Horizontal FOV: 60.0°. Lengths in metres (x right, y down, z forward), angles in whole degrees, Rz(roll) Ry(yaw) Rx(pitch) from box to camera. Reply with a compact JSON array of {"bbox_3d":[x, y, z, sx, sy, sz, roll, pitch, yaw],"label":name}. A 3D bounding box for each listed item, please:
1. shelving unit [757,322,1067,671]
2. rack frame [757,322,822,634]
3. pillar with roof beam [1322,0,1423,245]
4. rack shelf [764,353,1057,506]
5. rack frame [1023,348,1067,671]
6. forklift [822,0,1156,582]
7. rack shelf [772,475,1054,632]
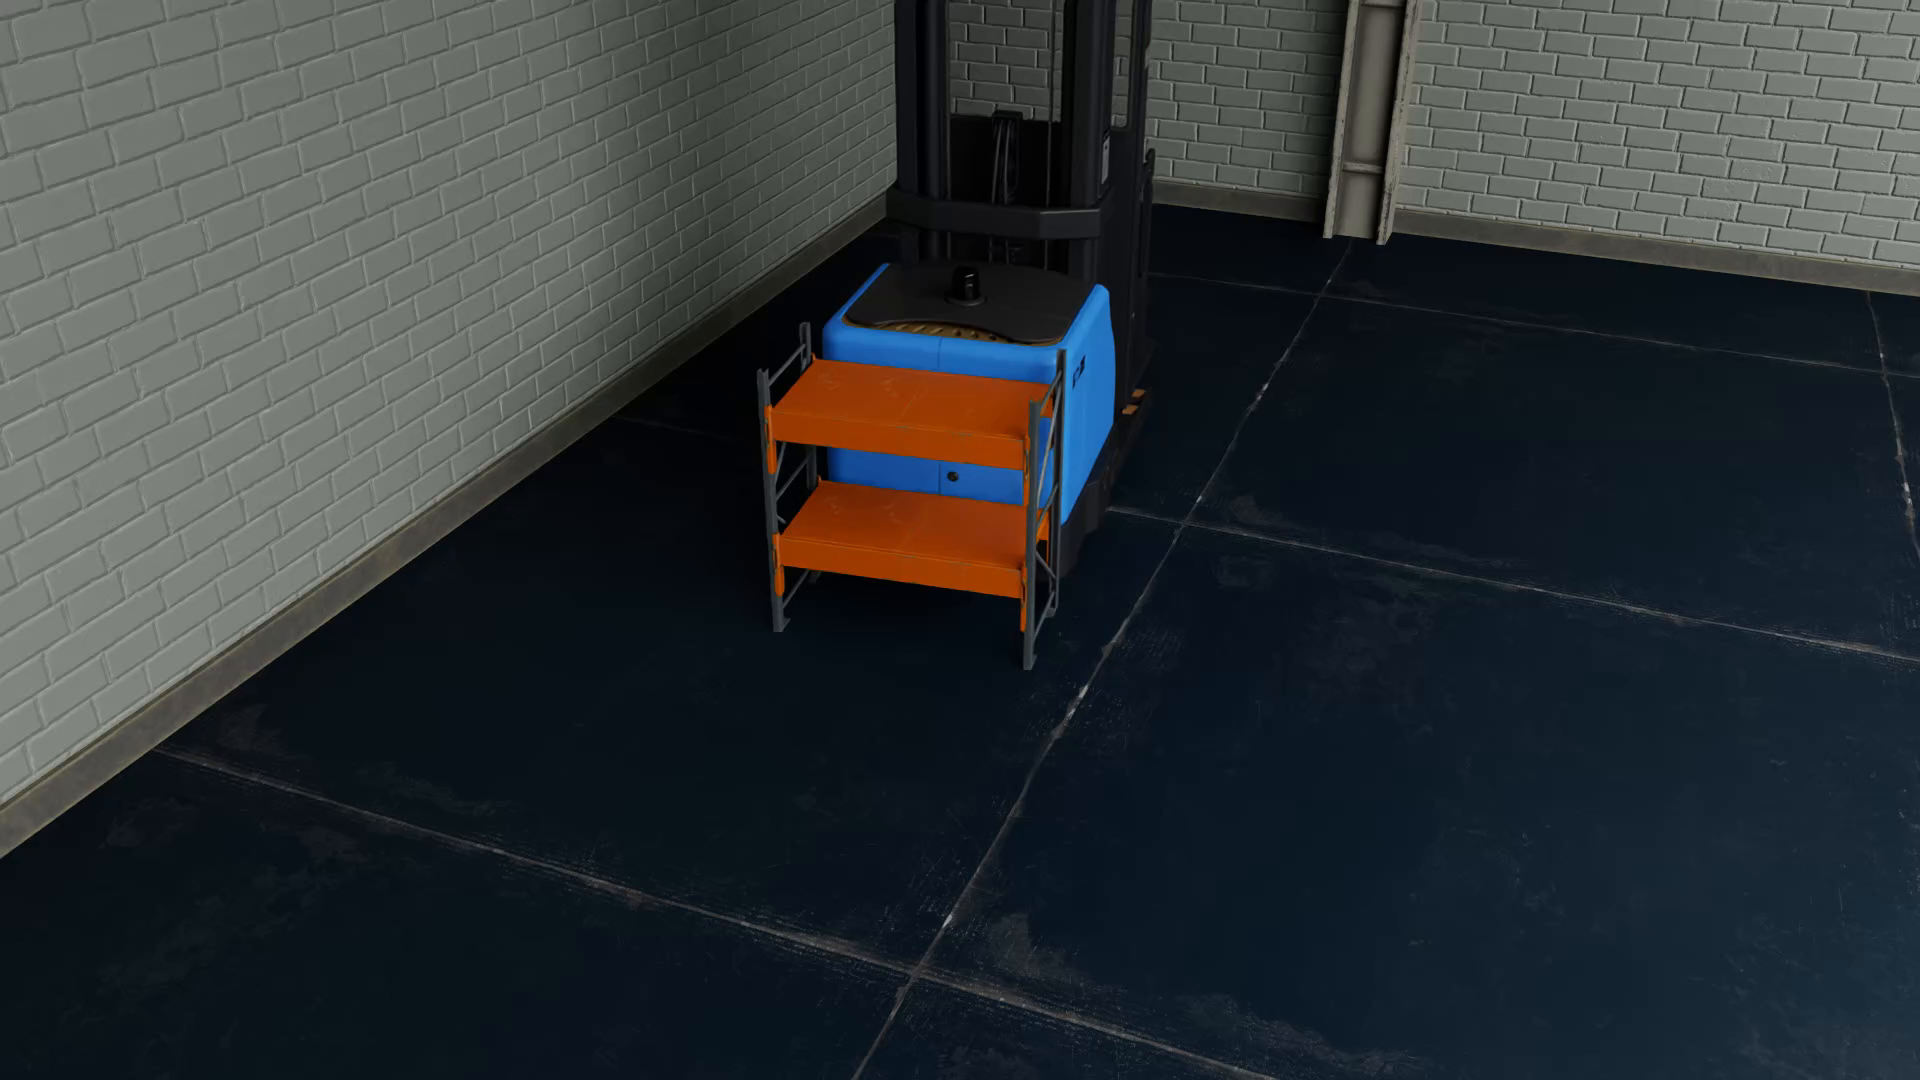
[{"bbox_3d":[-0.170,-0.173,6.413,1.048,1.125,0.538,8,30,13],"label":"shelving unit"},{"bbox_3d":[-0.661,-0.238,6.529,0.032,1.125,0.500,8,30,13],"label":"rack frame"},{"bbox_3d":[0.952,-3.935,5.067,0.400,9.000,9.100,11,31,19],"label":"pillar with roof beam"},{"bbox_3d":[-0.170,-0.428,6.269,1.000,0.278,0.538,8,30,13],"label":"rack shelf"},{"bbox_3d":[0.321,-0.108,6.298,0.032,1.125,0.500,8,30,13],"label":"rack frame"},{"bbox_3d":[0.328,-1.817,7.486,1.130,2.935,3.031,8,30,14],"label":"forklift"},{"bbox_3d":[-0.170,0.040,6.534,1.000,0.278,0.538,8,30,13],"label":"rack shelf"}]
